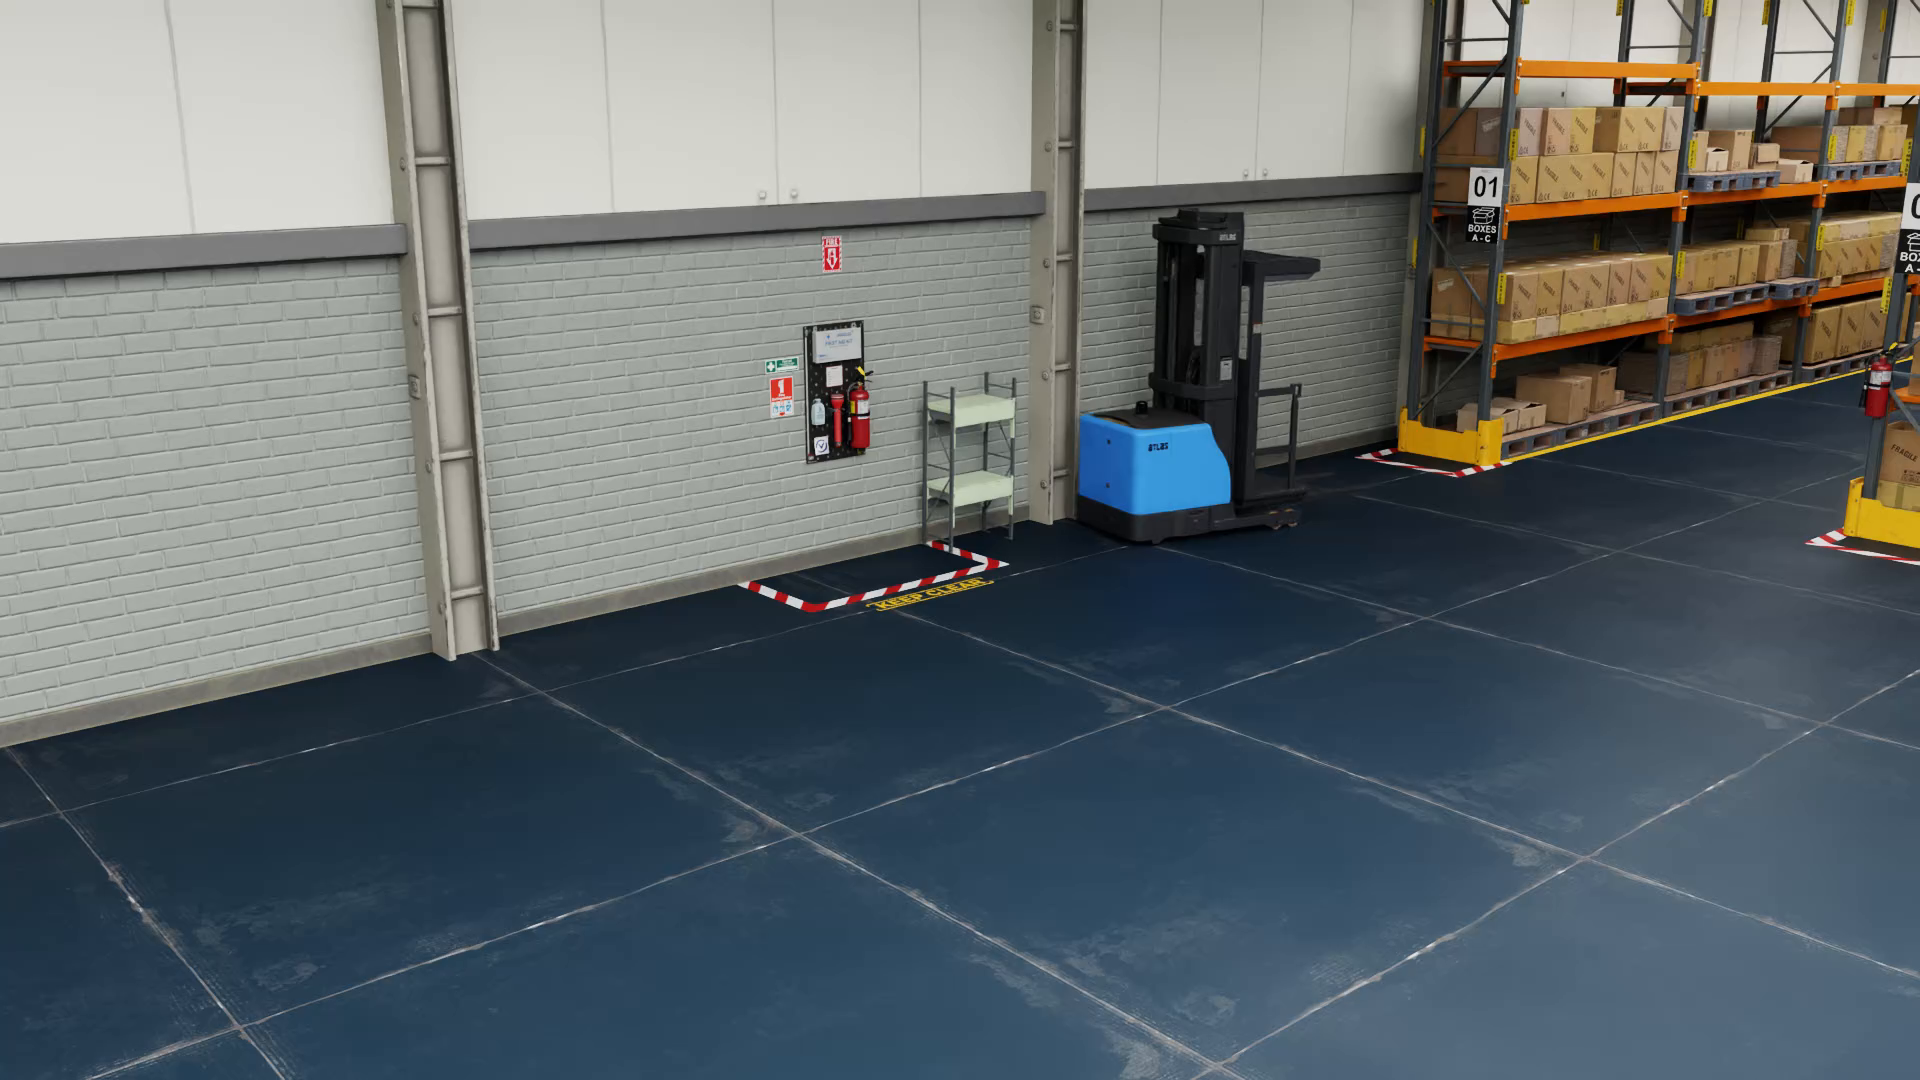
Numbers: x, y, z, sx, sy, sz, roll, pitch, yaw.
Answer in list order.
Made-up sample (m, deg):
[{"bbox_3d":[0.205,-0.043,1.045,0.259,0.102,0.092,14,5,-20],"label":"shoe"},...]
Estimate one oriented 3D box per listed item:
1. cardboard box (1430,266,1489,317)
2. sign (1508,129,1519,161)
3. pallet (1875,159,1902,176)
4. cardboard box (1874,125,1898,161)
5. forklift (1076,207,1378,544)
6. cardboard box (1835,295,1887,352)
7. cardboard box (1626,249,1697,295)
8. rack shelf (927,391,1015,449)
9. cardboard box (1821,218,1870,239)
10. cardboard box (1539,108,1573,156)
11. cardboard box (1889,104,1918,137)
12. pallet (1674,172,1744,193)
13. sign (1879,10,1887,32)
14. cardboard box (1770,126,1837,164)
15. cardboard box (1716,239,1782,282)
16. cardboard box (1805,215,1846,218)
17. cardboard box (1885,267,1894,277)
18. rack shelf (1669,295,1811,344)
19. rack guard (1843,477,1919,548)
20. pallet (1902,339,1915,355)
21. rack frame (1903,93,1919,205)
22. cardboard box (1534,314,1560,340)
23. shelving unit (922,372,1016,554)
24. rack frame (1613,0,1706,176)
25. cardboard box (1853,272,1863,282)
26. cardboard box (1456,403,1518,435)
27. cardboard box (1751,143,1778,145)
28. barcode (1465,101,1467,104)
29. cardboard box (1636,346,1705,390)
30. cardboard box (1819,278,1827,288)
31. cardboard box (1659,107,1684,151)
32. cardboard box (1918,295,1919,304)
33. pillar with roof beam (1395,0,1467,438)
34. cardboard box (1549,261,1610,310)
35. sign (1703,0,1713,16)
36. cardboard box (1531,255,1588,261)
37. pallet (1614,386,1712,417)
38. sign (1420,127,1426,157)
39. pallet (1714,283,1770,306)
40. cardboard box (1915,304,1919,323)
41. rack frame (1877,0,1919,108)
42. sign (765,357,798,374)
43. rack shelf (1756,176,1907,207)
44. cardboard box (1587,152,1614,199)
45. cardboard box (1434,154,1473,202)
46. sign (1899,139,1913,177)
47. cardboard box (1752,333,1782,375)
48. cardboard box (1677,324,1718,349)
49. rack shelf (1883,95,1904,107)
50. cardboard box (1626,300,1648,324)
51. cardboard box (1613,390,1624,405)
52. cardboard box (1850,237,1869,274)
[{"bbox_3d":[5.675,-2.807,18.745,0.500,0.500,0.500,-13,20,-40],"label":"cardboard box"},{"bbox_3d":[5.815,-4.152,17.476,0.005,0.325,0.100,-13,19,-39],"label":"sign"},{"bbox_3d":[13.852,-5.611,25.002,1.217,0.209,0.805,-14,20,-42],"label":"pallet"},{"bbox_3d":[13.398,-5.895,24.647,0.500,0.500,0.700,-13,20,-40],"label":"cardboard box"},{"bbox_3d":[2.643,-1.631,15.677,3.031,2.935,1.130,-8,17,-28],"label":"forklift"},{"bbox_3d":[13.438,-3.297,25.132,0.750,0.750,0.750,-12,19,-38],"label":"cardboard box"},{"bbox_3d":[8.883,-3.404,21.136,0.500,0.500,0.700,-13,19,-39],"label":"cardboard box"},{"bbox_3d":[0.085,-1.079,14.854,0.720,0.370,0.431,-13,21,-40],"label":"rack shelf"},{"bbox_3d":[12.785,-4.509,24.056,0.500,0.250,0.500,-12,19,-39],"label":"cardboard box"},{"bbox_3d":[6.321,-4.470,18.188,0.500,0.500,0.500,-13,20,-40],"label":"cardboard box"},{"bbox_3d":[14.885,-6.573,26.063,0.500,0.500,0.500,-13,20,-40],"label":"cardboard box"},{"bbox_3d":[9.012,-4.506,20.859,1.003,0.211,1.213,-13,19,-39],"label":"pallet"},{"bbox_3d":[14.166,-7.958,25.487,0.005,0.325,0.100,-13,19,-39],"label":"sign"},{"bbox_3d":[11.815,-5.543,23.332,0.700,0.500,0.500,14,21,43],"label":"cardboard box"},{"bbox_3d":[10.742,-3.821,22.696,0.700,0.500,0.500,14,20,42],"label":"cardboard box"},{"bbox_3d":[12.832,-4.693,24.743,0.500,0.250,0.500,-13,20,-41],"label":"cardboard box"},{"bbox_3d":[13.882,-4.056,25.072,0.250,0.149,0.380,-13,19,-39],"label":"cardboard box"},{"bbox_3d":[9.985,-3.055,22.269,4.000,0.370,1.077,-13,19,-39],"label":"rack shelf"},{"bbox_3d":[8.695,-0.211,15.071,0.348,0.500,1.175,-13,19,-39],"label":"rack guard"},{"bbox_3d":[15.137,-3.186,26.767,1.213,0.211,1.003,-13,19,-39],"label":"pallet"},{"bbox_3d":[8.714,-4.321,13.989,0.127,3.000,1.000,-13,19,-39],"label":"rack frame"},{"bbox_3d":[6.418,-2.435,18.806,0.500,0.250,0.500,-13,20,-41],"label":"cardboard box"},{"bbox_3d":[0.081,-0.704,14.960,0.755,1.500,0.431,-13,21,-40],"label":"shelving unit"},{"bbox_3d":[8.476,-5.962,20.134,0.127,3.000,1.000,-13,19,-39],"label":"rack frame"},{"bbox_3d":[13.044,-3.902,24.495,0.250,0.149,0.380,-13,19,-39],"label":"cardboard box"},{"bbox_3d":[6.040,-1.400,19.035,0.500,0.311,0.500,13,20,41],"label":"cardboard box"},{"bbox_3d":[10.800,-5.172,22.753,0.500,0.500,0.500,-13,19,-39],"label":"cardboard box"},{"bbox_3d":[5.666,-4.874,18.580,0.075,0.075,0.001,-13,19,-39],"label":"barcode"},{"bbox_3d":[9.378,-2.294,22.017,0.500,0.500,0.700,-13,20,-40],"label":"cardboard box"},{"bbox_3d":[12.090,-3.682,23.668,0.250,0.149,0.380,-12,19,-39],"label":"cardboard box"},{"bbox_3d":[8.277,-4.916,19.861,0.500,0.500,0.500,14,20,42],"label":"cardboard box"},{"bbox_3d":[15.521,-3.857,26.650,0.250,0.149,0.380,-12,19,-38],"label":"cardboard box"},{"bbox_3d":[8.245,-4.734,15.534,0.400,9.000,9.100,-13,19,-39],"label":"pillar with roof beam"},{"bbox_3d":[7.171,-2.966,19.340,0.500,0.500,0.500,-12,19,-38],"label":"cardboard box"},{"bbox_3d":[8.819,-6.343,19.596,0.005,0.325,0.100,-13,19,-39],"label":"sign"},{"bbox_3d":[7.213,-3.154,20.045,0.500,0.500,0.500,-12,19,-38],"label":"cardboard box"},{"bbox_3d":[9.063,-1.849,21.763,1.213,0.211,1.003,-13,19,-39],"label":"pallet"},{"bbox_3d":[5.110,-4.375,18.287,0.005,0.325,0.100,-13,19,-39],"label":"sign"},{"bbox_3d":[10.028,-3.306,22.184,1.213,0.211,1.003,-13,19,-39],"label":"pallet"},{"bbox_3d":[15.143,-3.521,26.650,0.500,0.500,0.700,-12,19,-39],"label":"cardboard box"},{"bbox_3d":[14.512,-7.318,25.208,0.127,3.000,1.000,-13,19,-39],"label":"rack frame"},{"bbox_3d":[-1.472,-1.444,13.749,0.331,0.109,0.001,-13,19,-39],"label":"sign"},{"bbox_3d":[13.003,-5.182,24.419,4.000,0.370,1.077,-13,19,-39],"label":"rack shelf"},{"bbox_3d":[7.083,-4.169,19.001,0.500,0.500,0.500,-11,19,-36],"label":"cardboard box"},{"bbox_3d":[5.608,-4.013,18.418,0.500,0.500,0.500,-11,18,-35],"label":"cardboard box"},{"bbox_3d":[8.368,-3.369,14.676,0.005,0.325,0.100,-13,19,-39],"label":"sign"},{"bbox_3d":[10.985,-2.614,23.216,0.500,0.500,0.700,-12,19,-39],"label":"cardboard box"},{"bbox_3d":[9.741,-2.723,22.171,0.500,0.250,0.500,-13,20,-41],"label":"cardboard box"},{"bbox_3d":[16.020,-7.116,26.620,4.000,0.370,1.077,-13,19,-39],"label":"rack shelf"},{"bbox_3d":[7.937,-2.779,20.094,0.500,0.250,0.500,-13,19,-39],"label":"cardboard box"},{"bbox_3d":[8.093,-1.811,20.856,0.380,0.166,0.250,13,20,40],"label":"cardboard box"},{"bbox_3d":[12.805,-4.146,24.152,0.500,0.500,0.500,-13,20,-40],"label":"cardboard box"}]
